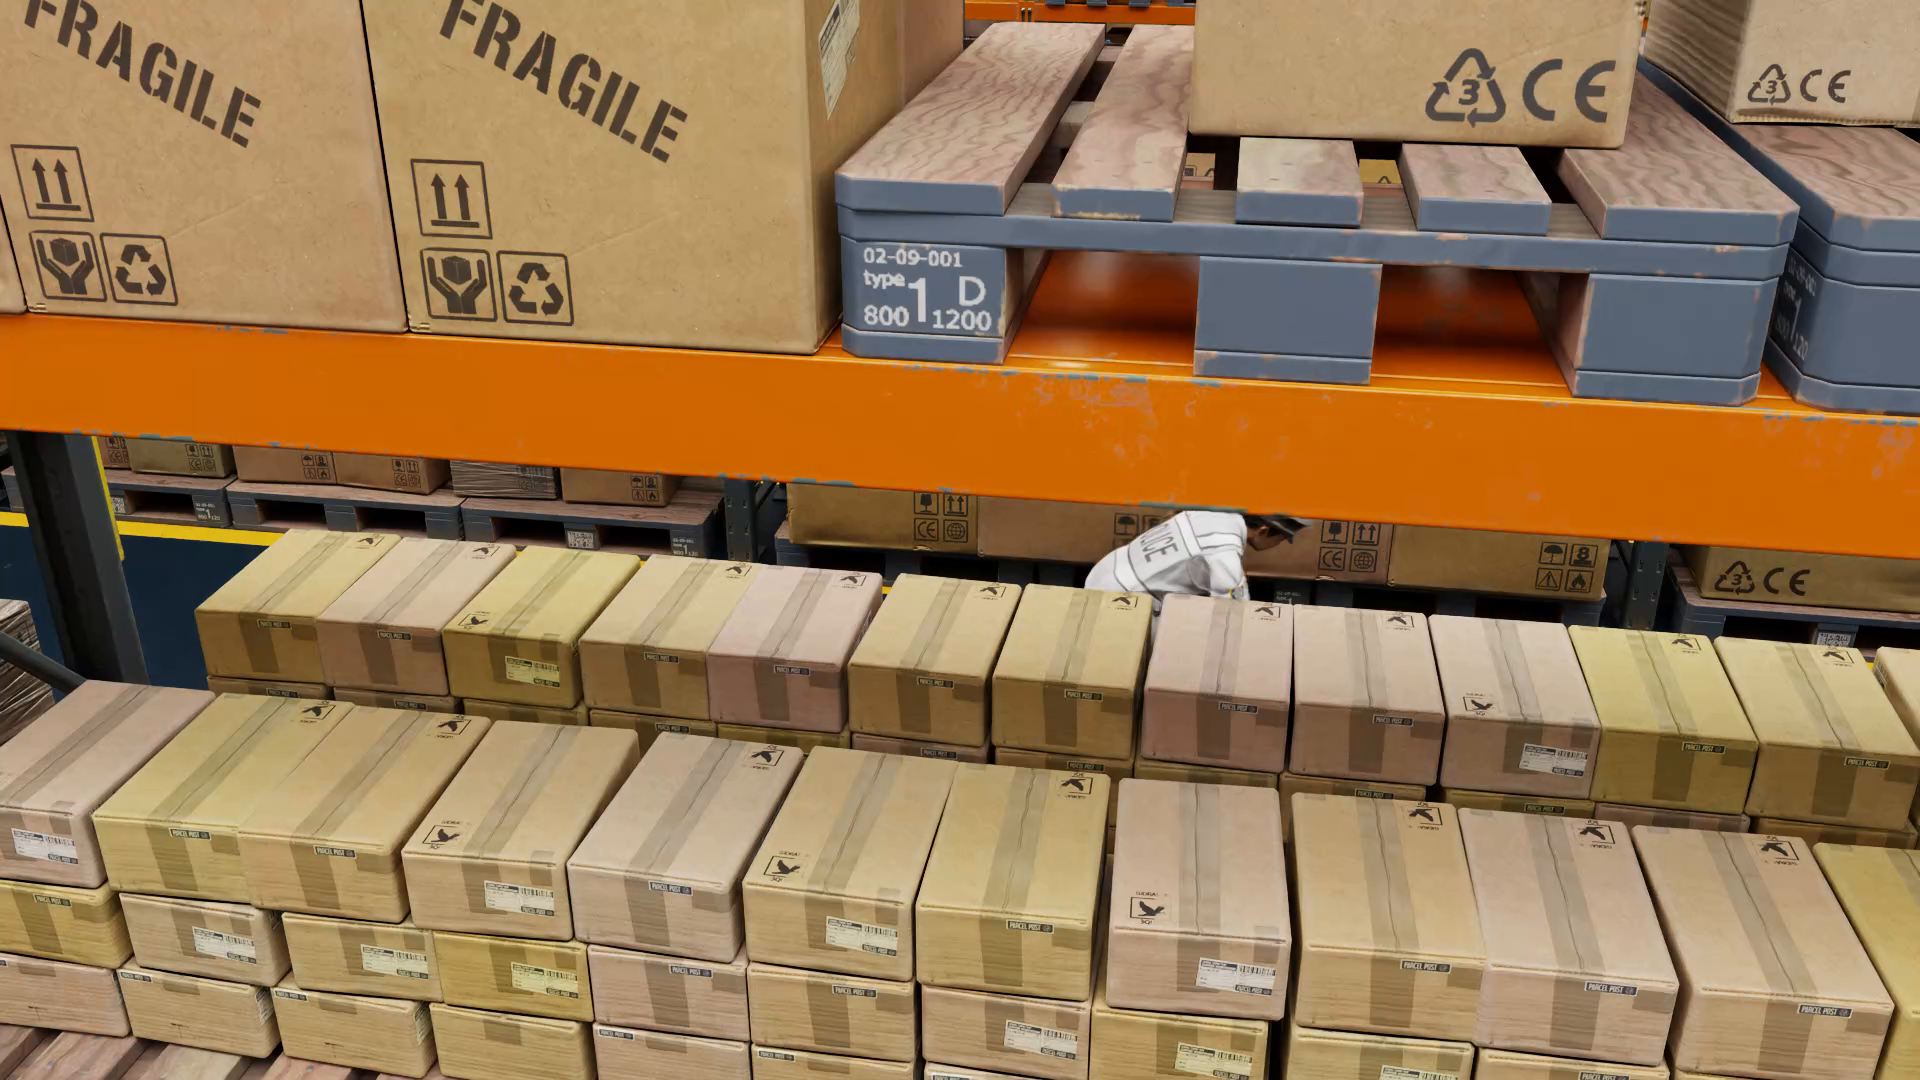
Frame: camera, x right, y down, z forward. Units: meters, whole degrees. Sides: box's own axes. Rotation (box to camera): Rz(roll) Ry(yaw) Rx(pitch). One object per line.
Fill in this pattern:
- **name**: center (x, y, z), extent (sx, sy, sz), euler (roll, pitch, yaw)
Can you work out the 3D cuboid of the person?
- **person**: center (0.881, 0.265, 6.243), extent (0.826, 1.075, 0.505), euler (3, 25, 7)
